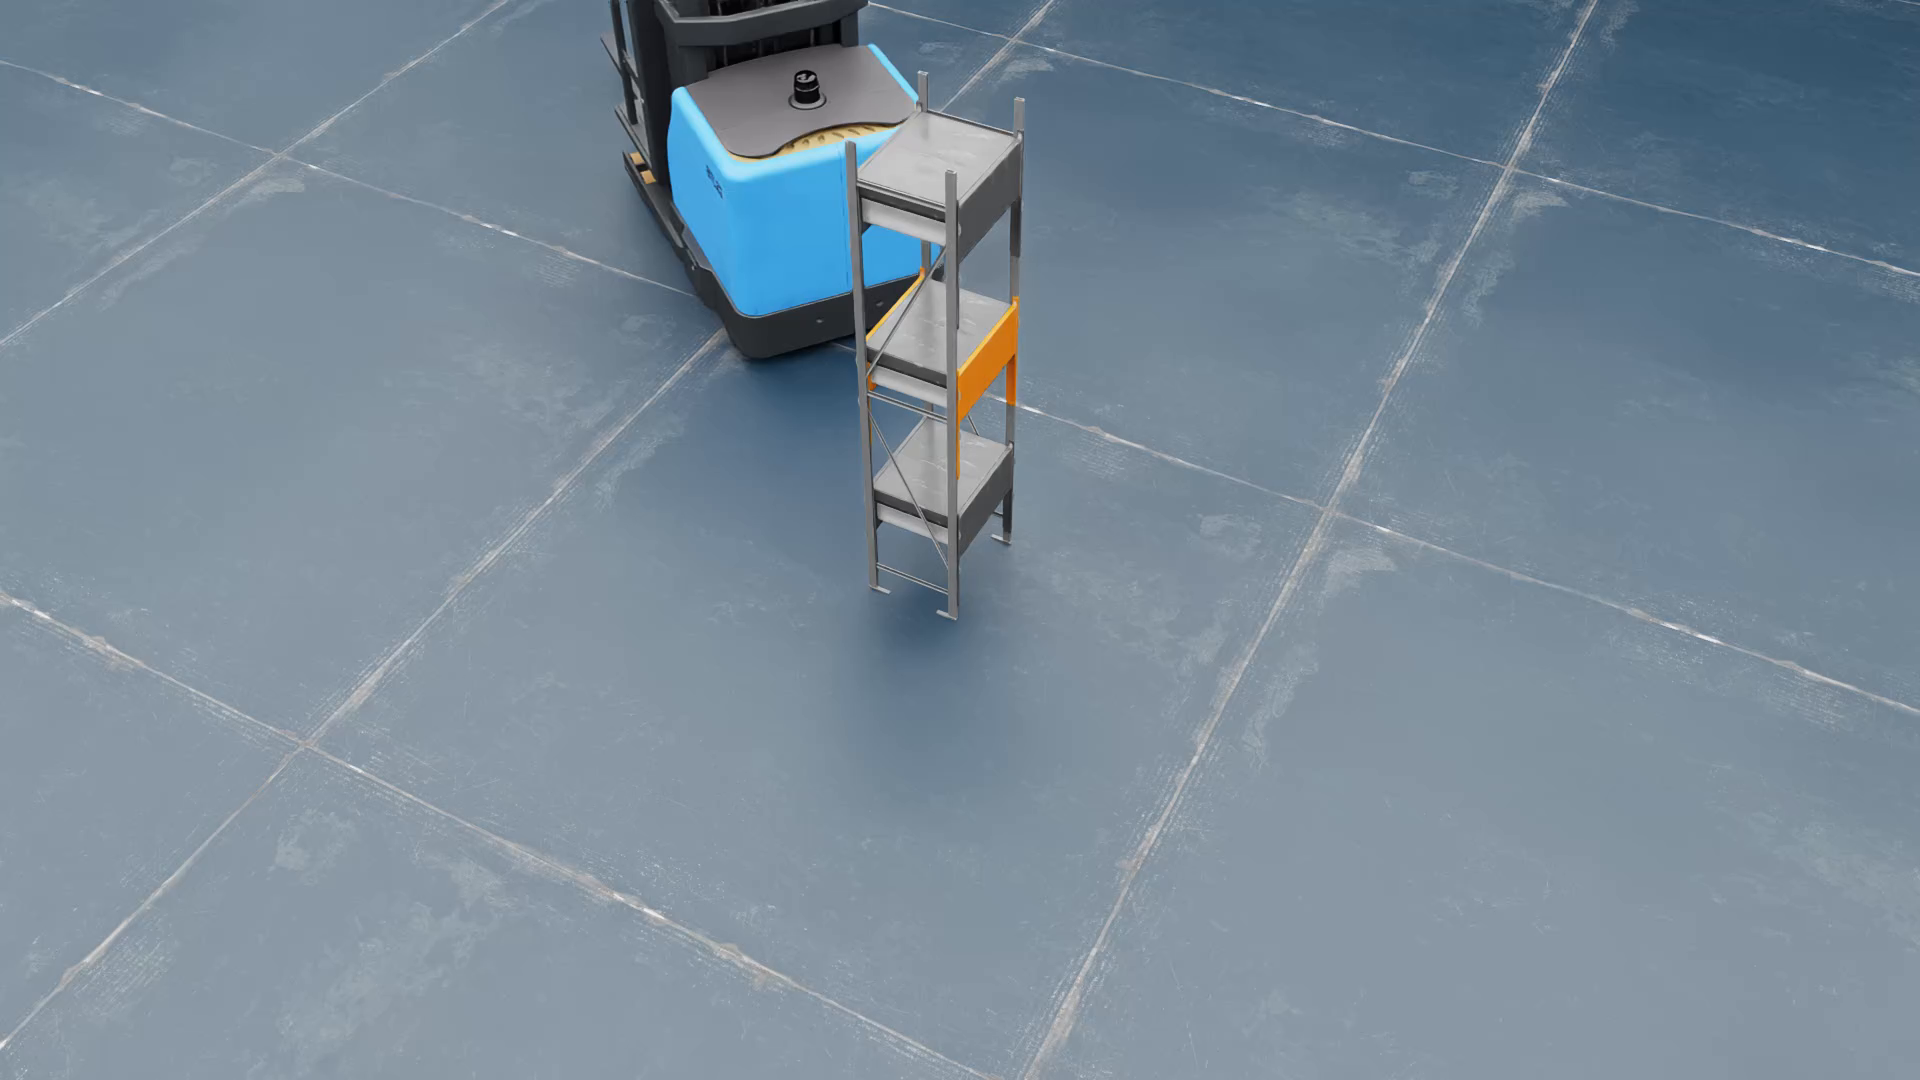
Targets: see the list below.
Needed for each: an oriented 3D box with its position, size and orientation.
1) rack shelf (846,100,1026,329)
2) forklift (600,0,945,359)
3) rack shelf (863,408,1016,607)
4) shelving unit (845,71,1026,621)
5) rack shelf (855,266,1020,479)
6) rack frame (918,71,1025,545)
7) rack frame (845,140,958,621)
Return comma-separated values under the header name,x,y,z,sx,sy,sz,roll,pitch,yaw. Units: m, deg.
name,x,y,z,sx,sy,sz,roll,pitch,yaw
rack shelf,-0.077,-1.116,5.692,0.431,0.518,0.480,20,49,19
forklift,-1.145,-2.936,7.871,1.130,2.935,3.031,-18,48,-17
rack shelf,-0.077,-0.132,6.688,0.431,0.518,0.480,20,49,19
shelving unit,-0.077,-0.634,6.180,0.431,2.100,0.503,20,49,19
rack shelf,-0.077,-0.624,6.190,0.431,0.518,0.480,20,49,19
rack frame,0.036,-0.788,6.332,0.400,2.100,0.015,20,49,19
rack frame,-0.190,-0.480,6.028,0.400,2.100,0.015,20,49,19
